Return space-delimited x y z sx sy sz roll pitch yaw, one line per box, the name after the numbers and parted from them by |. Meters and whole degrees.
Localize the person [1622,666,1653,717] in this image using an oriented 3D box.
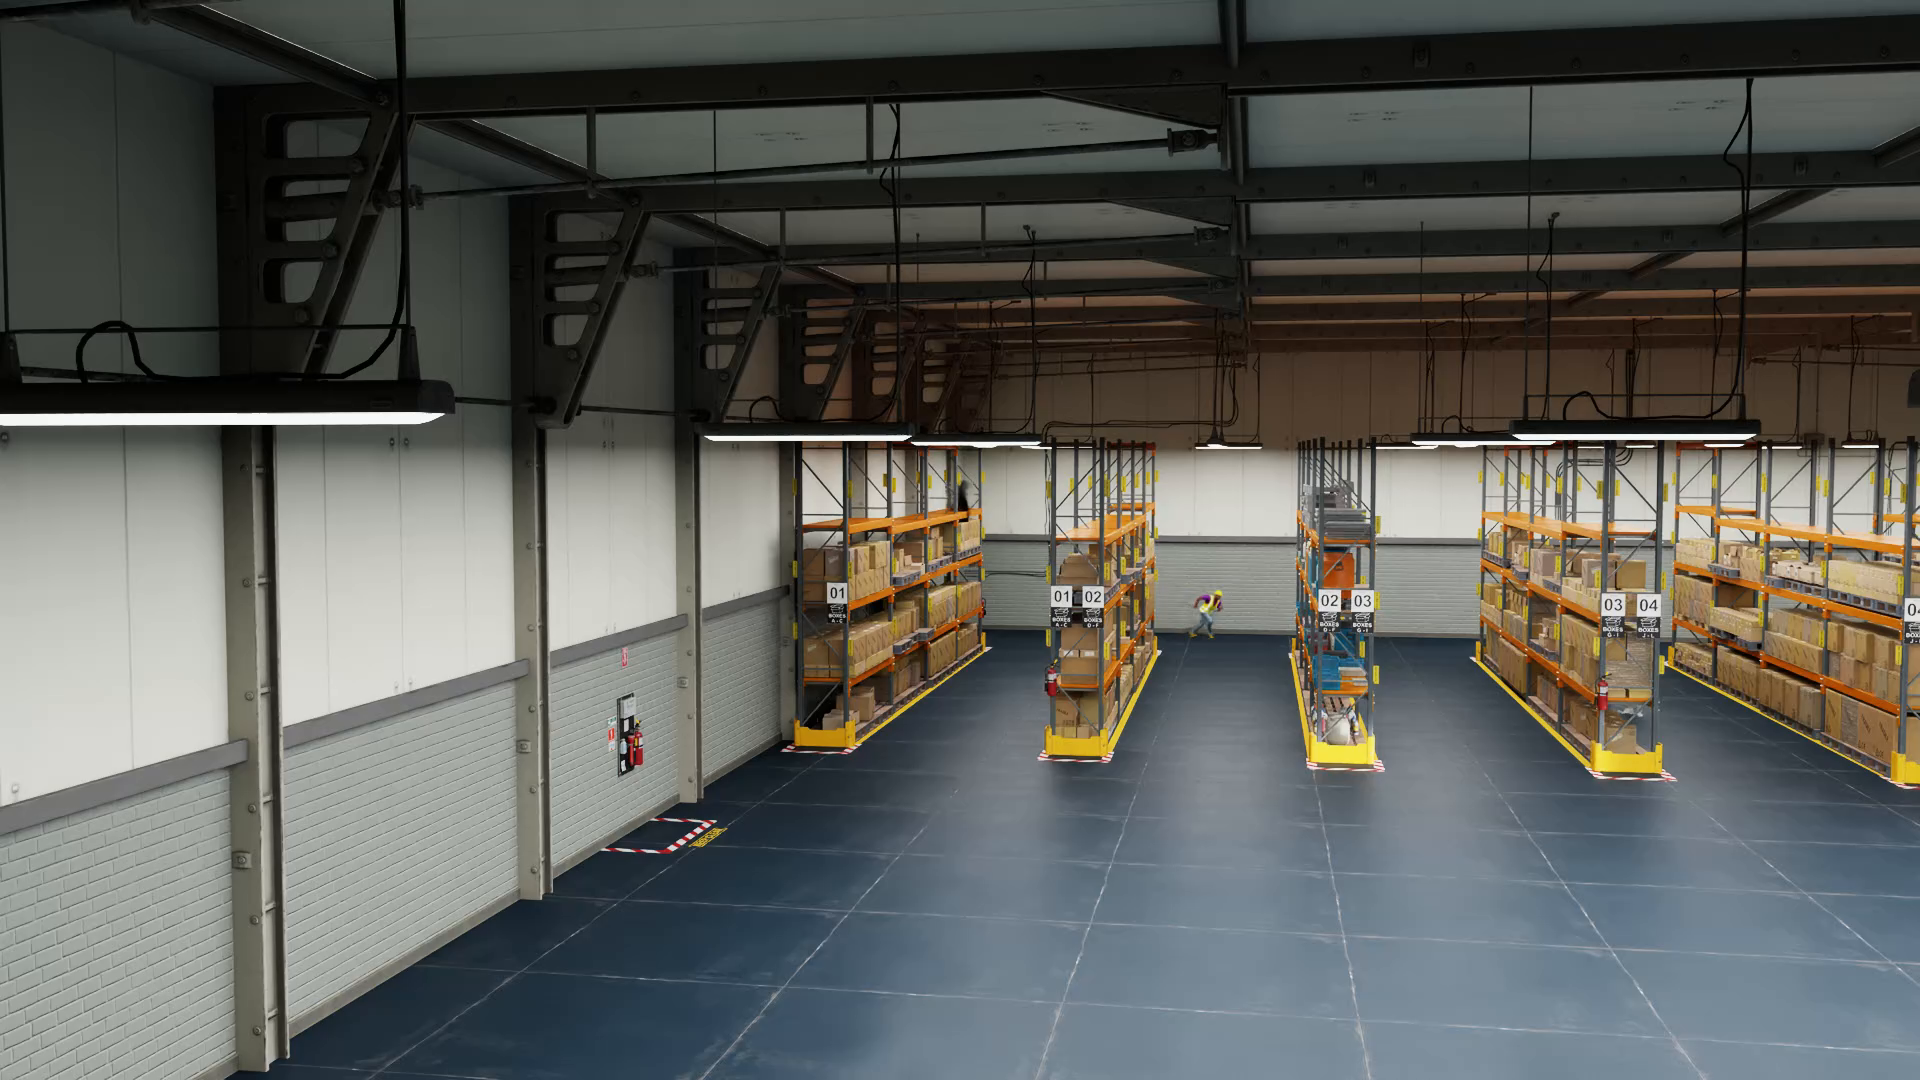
14.645 3.002 35.856 0.611 1.660 0.627 1 3 16 | person

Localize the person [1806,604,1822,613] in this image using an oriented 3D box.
24.217 2.344 47.279 0.801 1.824 0.671 -1 3 -16 | person

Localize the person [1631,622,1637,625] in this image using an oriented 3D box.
17.754 2.600 43.944 0.632 1.598 0.511 1 3 20 | person

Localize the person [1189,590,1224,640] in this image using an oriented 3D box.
7.545 2.277 50.936 0.695 1.540 1.166 -3 4 -44 | person
